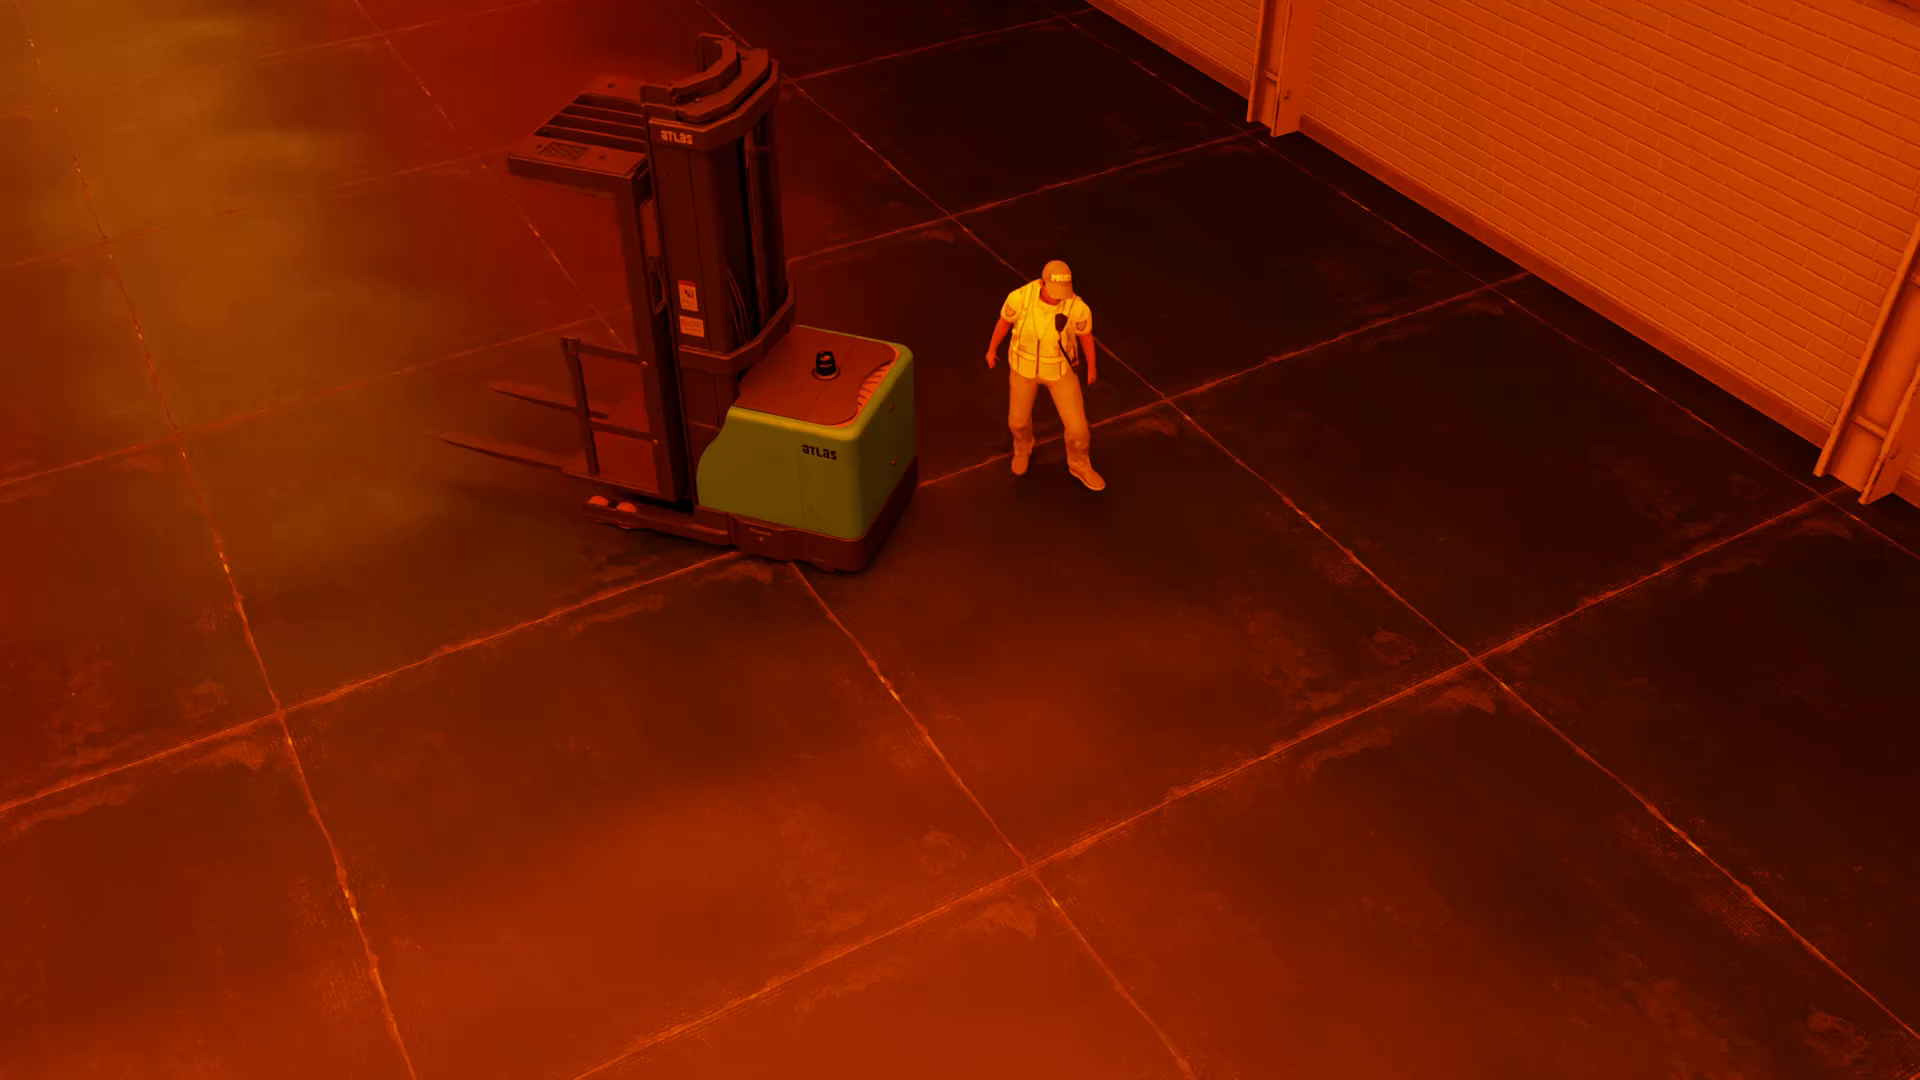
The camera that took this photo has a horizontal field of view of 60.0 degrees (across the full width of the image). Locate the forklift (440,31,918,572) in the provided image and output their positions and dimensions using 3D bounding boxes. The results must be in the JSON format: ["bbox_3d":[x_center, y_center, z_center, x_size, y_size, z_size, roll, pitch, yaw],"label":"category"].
[{"bbox_3d":[-1.841,-1.502,9.847,3.031,2.935,1.130,13,41,15],"label":"forklift"}]

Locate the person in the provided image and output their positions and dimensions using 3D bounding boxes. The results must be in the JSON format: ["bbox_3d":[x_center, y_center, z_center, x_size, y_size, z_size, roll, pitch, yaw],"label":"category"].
[{"bbox_3d":[0.547,-1.046,10.345,0.830,1.639,0.473,9,40,11],"label":"person"}]
